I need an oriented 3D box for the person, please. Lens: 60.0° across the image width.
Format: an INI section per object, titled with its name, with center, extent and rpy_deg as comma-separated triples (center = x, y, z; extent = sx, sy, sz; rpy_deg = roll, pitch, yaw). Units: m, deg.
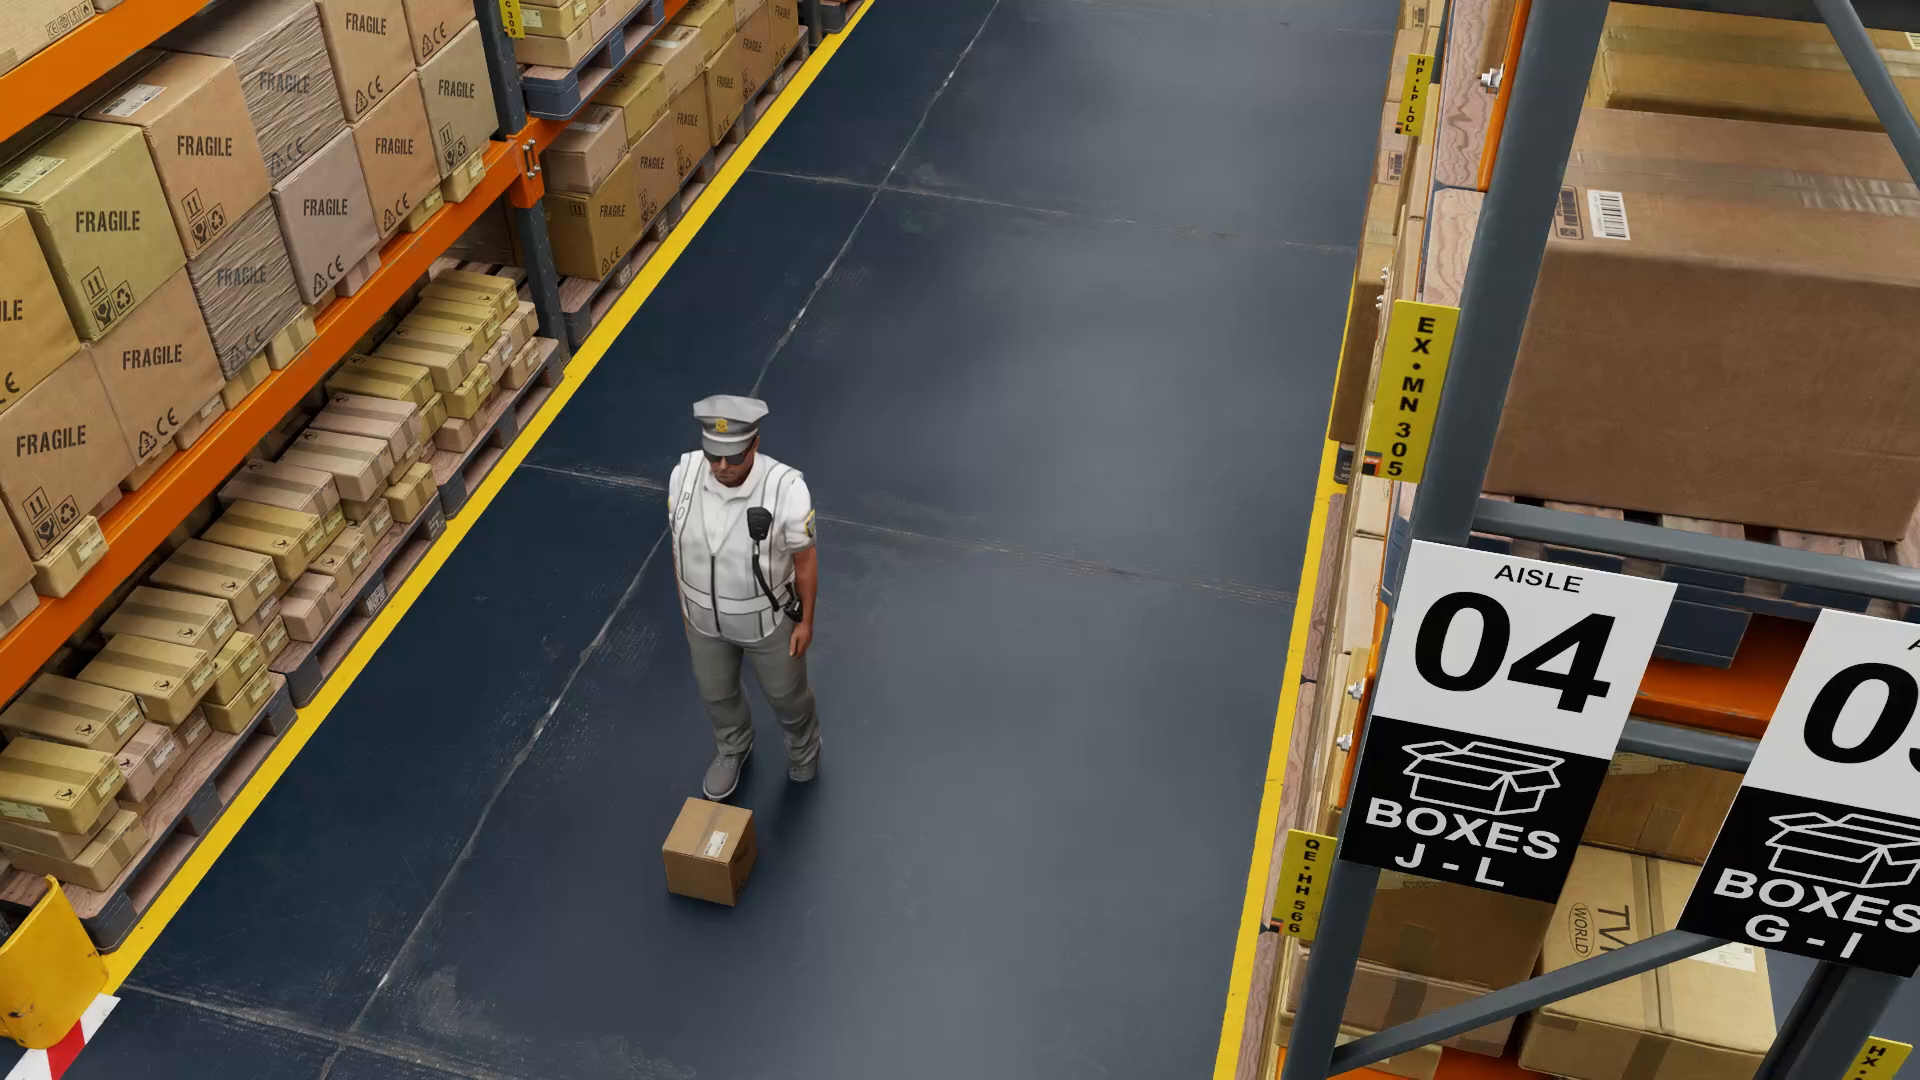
[person]
center = -0.757, 0.268, 5.898
extent = 0.530, 1.846, 0.401
rpy_deg = 11, 42, 12
